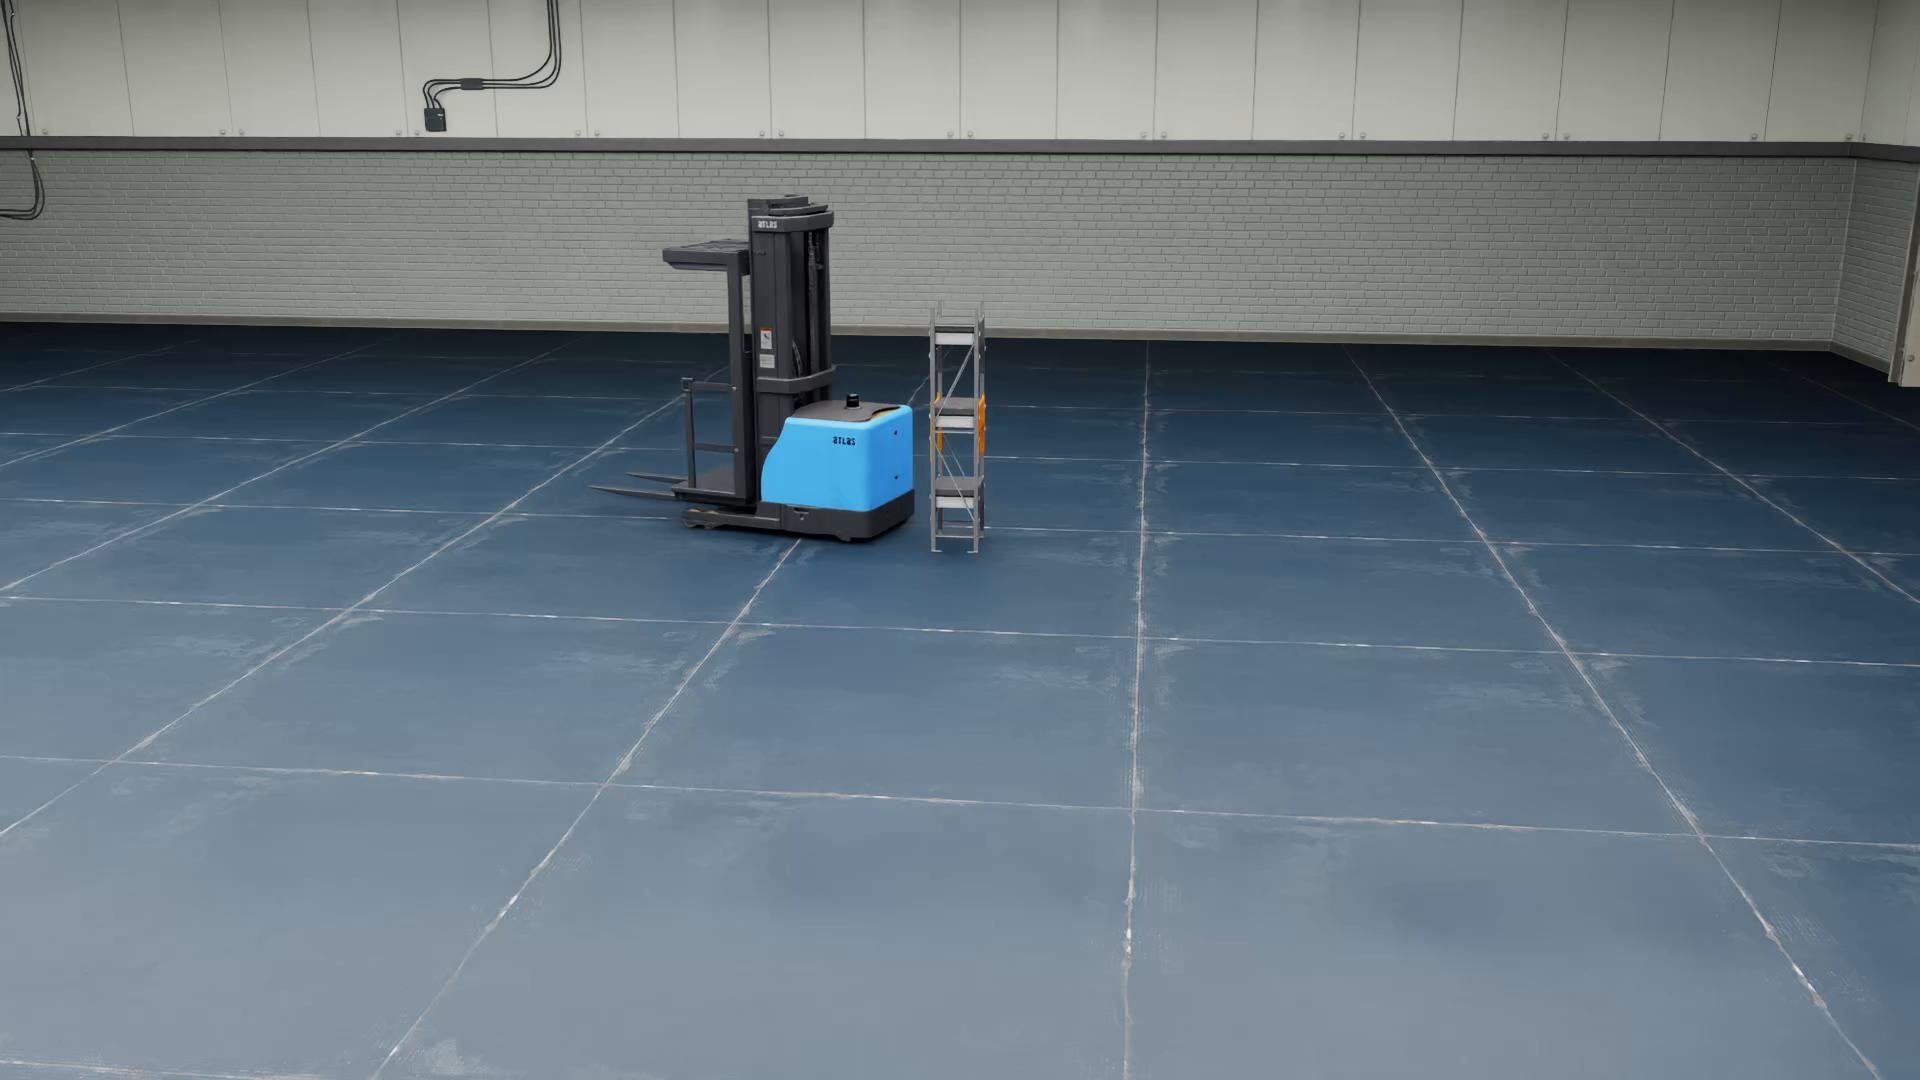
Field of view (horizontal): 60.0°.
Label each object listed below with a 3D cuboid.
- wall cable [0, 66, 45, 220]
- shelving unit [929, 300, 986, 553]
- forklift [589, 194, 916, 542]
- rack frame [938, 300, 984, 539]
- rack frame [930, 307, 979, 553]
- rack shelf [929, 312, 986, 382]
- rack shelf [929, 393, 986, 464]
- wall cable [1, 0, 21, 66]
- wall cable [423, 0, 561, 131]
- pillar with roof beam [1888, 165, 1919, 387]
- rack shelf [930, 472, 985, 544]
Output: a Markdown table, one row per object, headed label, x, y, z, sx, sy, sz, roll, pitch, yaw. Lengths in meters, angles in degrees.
| label | x | y | z | sx | sy | sz | roll | pitch | yaw |
| --- | --- | --- | --- | --- | --- | --- | --- | --- | --- |
| wall cable | -16.884 | -6.603 | 27.792 | 3.097 | 2.526 | 0.112 | 2 | 15 | 6 |
| shelving unit | -0.019 | -0.971 | 14.229 | 0.431 | 2.100 | 0.503 | 2 | 15 | 6 |
| forklift | -1.975 | -1.629 | 15.072 | 3.031 | 2.935 | 1.130 | 6 | 16 | 22 |
| rack frame | 0.009 | -1.034 | 14.463 | 0.400 | 2.100 | 0.015 | 2 | 15 | 6 |
| rack frame | -0.046 | -0.907 | 13.995 | 0.400 | 2.100 | 0.015 | 2 | 15 | 6 |
| rack shelf | -0.019 | -1.633 | 14.050 | 0.431 | 0.518 | 0.480 | 2 | 15 | 6 |
| rack shelf | -0.019 | -0.957 | 14.233 | 0.431 | 0.518 | 0.480 | 2 | 15 | 6 |
| wall cable | -14.196 | -8.962 | 26.838 | 3.097 | 2.526 | 0.112 | 2 | 15 | 6 |
| wall cable | -7.453 | -9.460 | 25.893 | 2.305 | 6.003 | 0.169 | 2 | 15 | 6 |
| pillar with roof beam | 8.491 | -6.576 | 21.743 | 9.100 | 9.000 | 0.400 | 2 | 15 | 6 |
| rack shelf | -0.019 | -0.282 | 14.415 | 0.431 | 0.518 | 0.480 | 2 | 15 | 6 |
